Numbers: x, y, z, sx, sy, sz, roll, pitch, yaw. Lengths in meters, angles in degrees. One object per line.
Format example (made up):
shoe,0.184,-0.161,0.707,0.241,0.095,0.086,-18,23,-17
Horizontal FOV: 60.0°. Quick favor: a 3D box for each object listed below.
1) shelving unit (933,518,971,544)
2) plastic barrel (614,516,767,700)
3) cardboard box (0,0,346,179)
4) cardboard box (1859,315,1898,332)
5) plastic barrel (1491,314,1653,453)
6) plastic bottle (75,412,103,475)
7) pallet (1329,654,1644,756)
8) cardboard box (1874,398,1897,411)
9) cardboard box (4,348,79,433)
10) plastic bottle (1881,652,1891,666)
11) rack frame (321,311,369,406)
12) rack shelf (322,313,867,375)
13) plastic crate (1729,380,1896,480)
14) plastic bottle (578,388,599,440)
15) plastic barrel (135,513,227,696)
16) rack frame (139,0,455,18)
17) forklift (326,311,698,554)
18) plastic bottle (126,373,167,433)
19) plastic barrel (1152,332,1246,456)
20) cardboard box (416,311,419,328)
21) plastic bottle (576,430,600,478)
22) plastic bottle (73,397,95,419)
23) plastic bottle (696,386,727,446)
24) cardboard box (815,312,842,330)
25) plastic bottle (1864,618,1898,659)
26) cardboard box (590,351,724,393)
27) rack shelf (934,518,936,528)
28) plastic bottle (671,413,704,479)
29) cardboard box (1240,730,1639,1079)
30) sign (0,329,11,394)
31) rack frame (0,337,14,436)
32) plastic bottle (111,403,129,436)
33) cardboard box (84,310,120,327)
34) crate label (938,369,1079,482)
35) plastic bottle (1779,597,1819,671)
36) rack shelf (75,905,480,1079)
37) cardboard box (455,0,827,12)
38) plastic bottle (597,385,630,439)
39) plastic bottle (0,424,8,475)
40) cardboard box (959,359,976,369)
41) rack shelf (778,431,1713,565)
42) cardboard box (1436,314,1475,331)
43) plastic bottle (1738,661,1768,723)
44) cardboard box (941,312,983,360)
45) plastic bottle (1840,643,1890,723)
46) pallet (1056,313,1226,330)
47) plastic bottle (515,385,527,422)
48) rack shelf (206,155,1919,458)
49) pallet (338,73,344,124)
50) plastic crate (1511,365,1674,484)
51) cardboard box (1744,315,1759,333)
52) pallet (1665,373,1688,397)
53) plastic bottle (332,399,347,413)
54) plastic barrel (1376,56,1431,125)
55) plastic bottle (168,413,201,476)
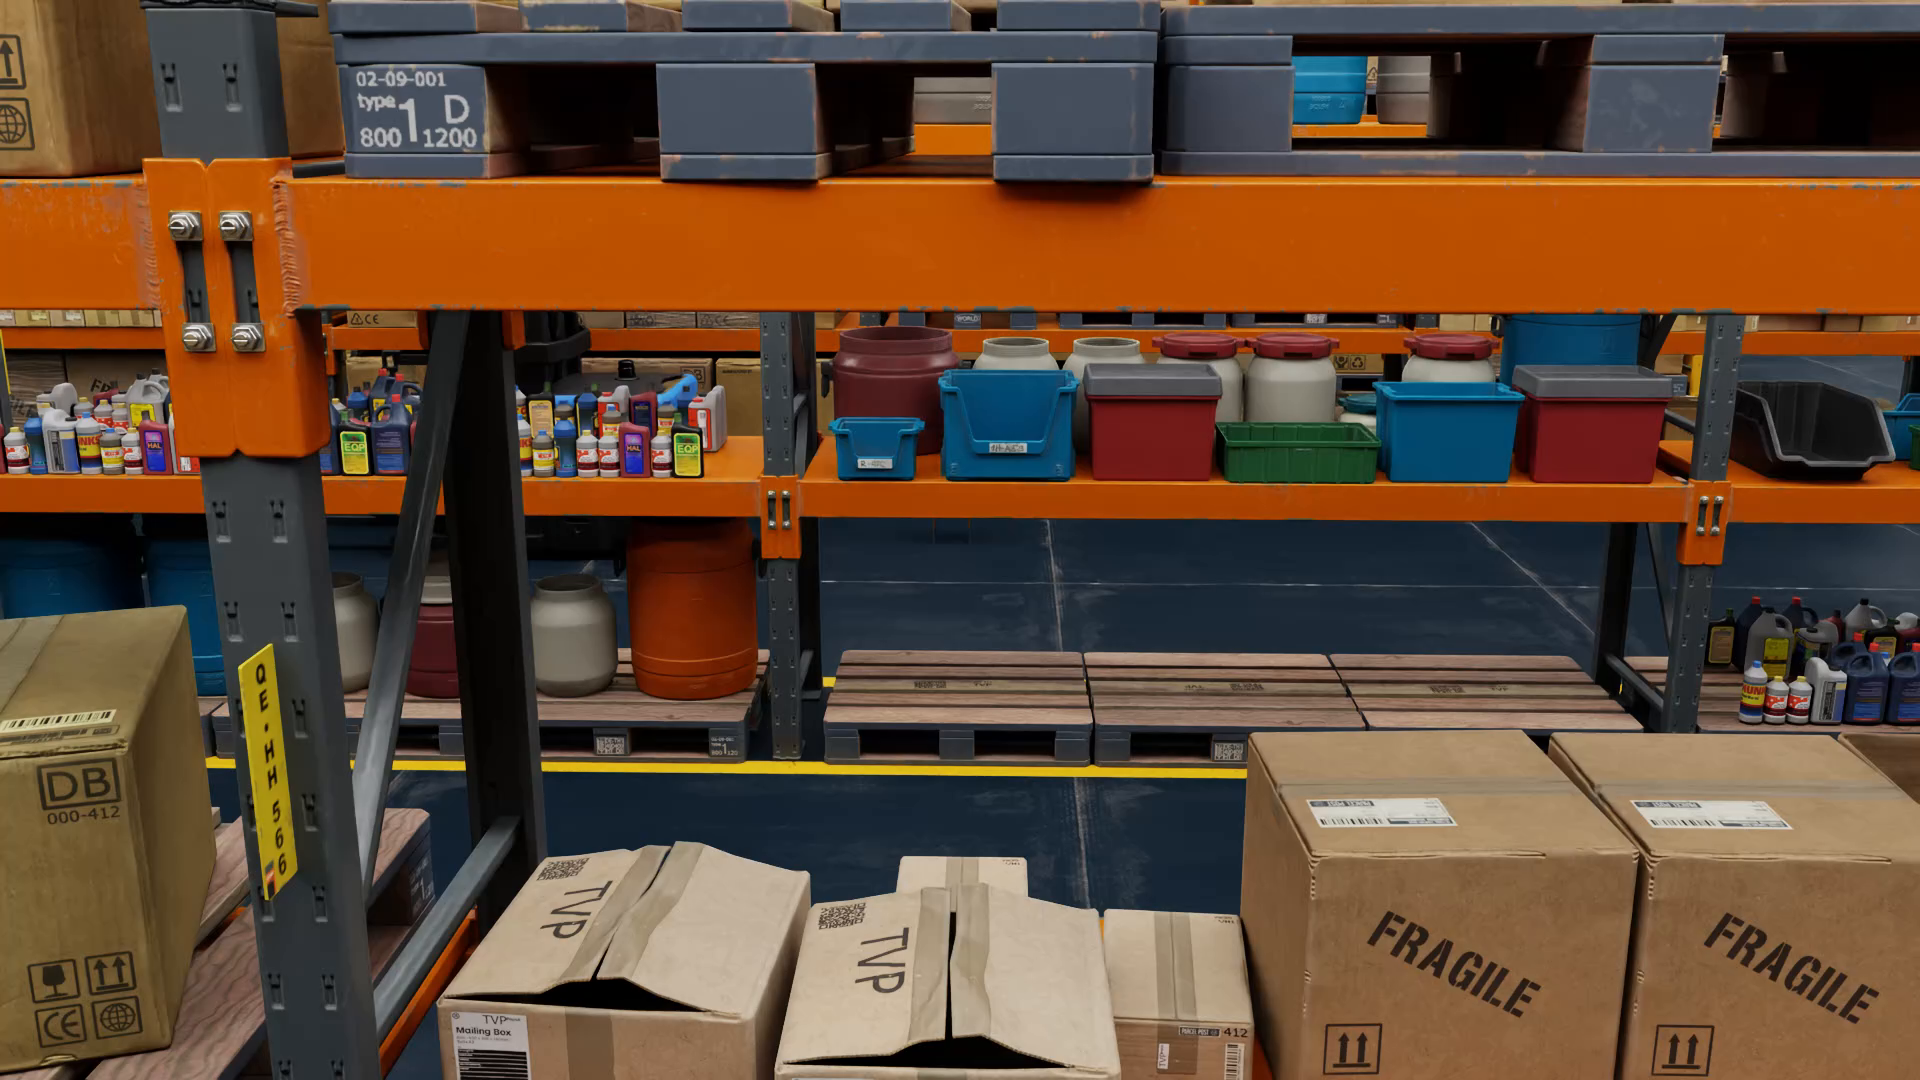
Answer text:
shelving unit,-0.053,-0.508,11.207,0.252,1.050,0.215,0,15,1
plastic barrel,-1.263,0.272,7.858,0.708,0.830,0.600,0,15,1
cardboard box,-1.341,-0.805,2.434,0.500,0.500,0.910,0,15,1
cardboard box,6.559,-1.604,12.032,0.250,0.149,0.380,0,15,1
plastic barrel,2.847,-0.871,7.779,0.708,0.901,0.600,0,15,1
plastic bottle,-3.838,-0.429,7.337,0.097,0.271,0.097,0,15,0
pallet,2.439,0.804,7.878,1.213,0.211,1.003,0,15,1
cardboard box,6.727,-0.789,12.526,0.500,0.500,0.500,3,15,12
cardboard box,-7.093,-1.076,12.881,0.875,0.875,0.875,0,15,1
plastic bottle,4.170,0.639,7.525,0.097,0.271,0.097,0,15,0
rack frame,-4.646,-1.864,12.526,0.127,3.000,1.000,0,15,1
rack shelf,-2.646,-1.503,12.568,4.000,0.370,1.077,0,15,1
plastic crate,3.745,-0.483,7.413,0.504,0.338,0.767,0,15,1
plastic bottle,-1.777,-0.593,7.961,0.097,0.271,0.097,0,15,0
plastic barrel,-3.521,0.223,7.905,0.708,0.901,0.600,0,15,1
rack frame,-0.904,-2.213,2.086,0.127,3.000,1.000,0,15,1
forklift,-3.331,-1.430,11.014,3.031,2.935,1.130,1,15,2
plastic bottle,-3.849,-0.618,7.899,0.185,0.351,0.144,0,15,1
plastic barrel,1.108,-0.684,7.788,0.433,0.535,0.433,0,15,0
cardboard box,-3.690,-1.843,12.248,0.500,0.500,0.500,0,15,2
plastic bottle,-1.632,-0.380,7.291,0.097,0.201,0.097,0,15,0
plastic bottle,-4.253,-0.591,8.090,0.097,0.201,0.097,0,15,0
plastic bottle,-1.198,-0.600,7.978,0.135,0.276,0.152,0,15,1
cardboard box,-1.147,-1.826,12.187,0.500,0.500,0.500,1,15,3
plastic bottle,4.414,0.512,7.981,0.133,0.283,0.061,0,15,1
cardboard box,-2.227,-1.031,12.711,0.875,0.875,1.225,0,15,2
rack shelf,-0.053,-0.229,11.281,0.240,0.259,0.215,0,15,1
plastic bottle,-1.189,-0.412,7.252,0.133,0.283,0.061,0,15,1
cardboard box,0.774,0.647,2.813,0.500,0.500,0.500,0,15,-2
sign,-4.756,-0.875,8.235,0.005,0.325,0.100,0,15,1
rack frame,-4.772,-0.601,7.738,0.127,3.000,1.000,0,15,1
plastic bottle,-3.989,-0.551,7.936,0.097,0.201,0.097,0,15,0
cardboard box,-6.244,-1.669,12.280,0.250,0.149,0.380,0,15,1
crate label,0.213,-0.517,7.349,0.616,0.435,0.502,0,15,1
plastic bottle,4.068,0.451,8.080,0.185,0.351,0.144,0,15,-1
rack shelf,-2.903,1.023,2.993,4.000,0.370,1.077,0,15,1
cardboard box,-0.449,-0.904,2.478,0.500,0.250,0.500,-1,15,-3
plastic bottle,-1.660,-0.603,7.990,0.135,0.276,0.152,0,15,1
plastic bottle,-4.283,-0.433,7.328,0.133,0.283,0.061,0,15,1
cardboard box,0.023,-1.208,12.607,0.500,0.250,0.500,1,15,4
rack shelf,1.226,-0.214,7.682,4.000,0.370,1.077,0,15,1
cardboard box,3.559,-1.612,12.064,0.250,0.149,0.380,0,15,1
plastic bottle,3.533,0.671,7.401,0.097,0.271,0.097,0,15,0
cardboard box,0.187,-2.191,17.350,0.750,0.750,1.050,0,15,1
plastic bottle,4.021,0.630,7.401,0.185,0.351,0.144,1,15,3
pallet,1.333,-1.743,12.442,1.213,0.211,1.003,0,15,1
plastic bottle,-2.140,-0.611,8.029,0.097,0.271,0.097,0,15,0
rack shelf,1.096,-0.401,2.511,4.000,0.370,1.077,0,15,1
pallet,-2.852,-1.973,7.430,1.213,0.211,1.003,0,15,1
plastic crate,2.733,-0.505,7.249,0.583,0.464,0.402,0,15,1
cardboard box,5.558,-1.597,12.004,0.250,0.149,0.380,0,15,1
pallet,6.777,-1.687,17.321,1.213,0.211,1.003,0,15,1
plastic bottle,-3.018,-0.583,8.059,0.097,0.201,0.097,0,15,0
plastic barrel,2.057,-2.194,6.913,0.600,0.901,0.600,0,15,0
plastic bottle,-3.394,-0.435,7.351,0.135,0.276,0.152,0,15,1
